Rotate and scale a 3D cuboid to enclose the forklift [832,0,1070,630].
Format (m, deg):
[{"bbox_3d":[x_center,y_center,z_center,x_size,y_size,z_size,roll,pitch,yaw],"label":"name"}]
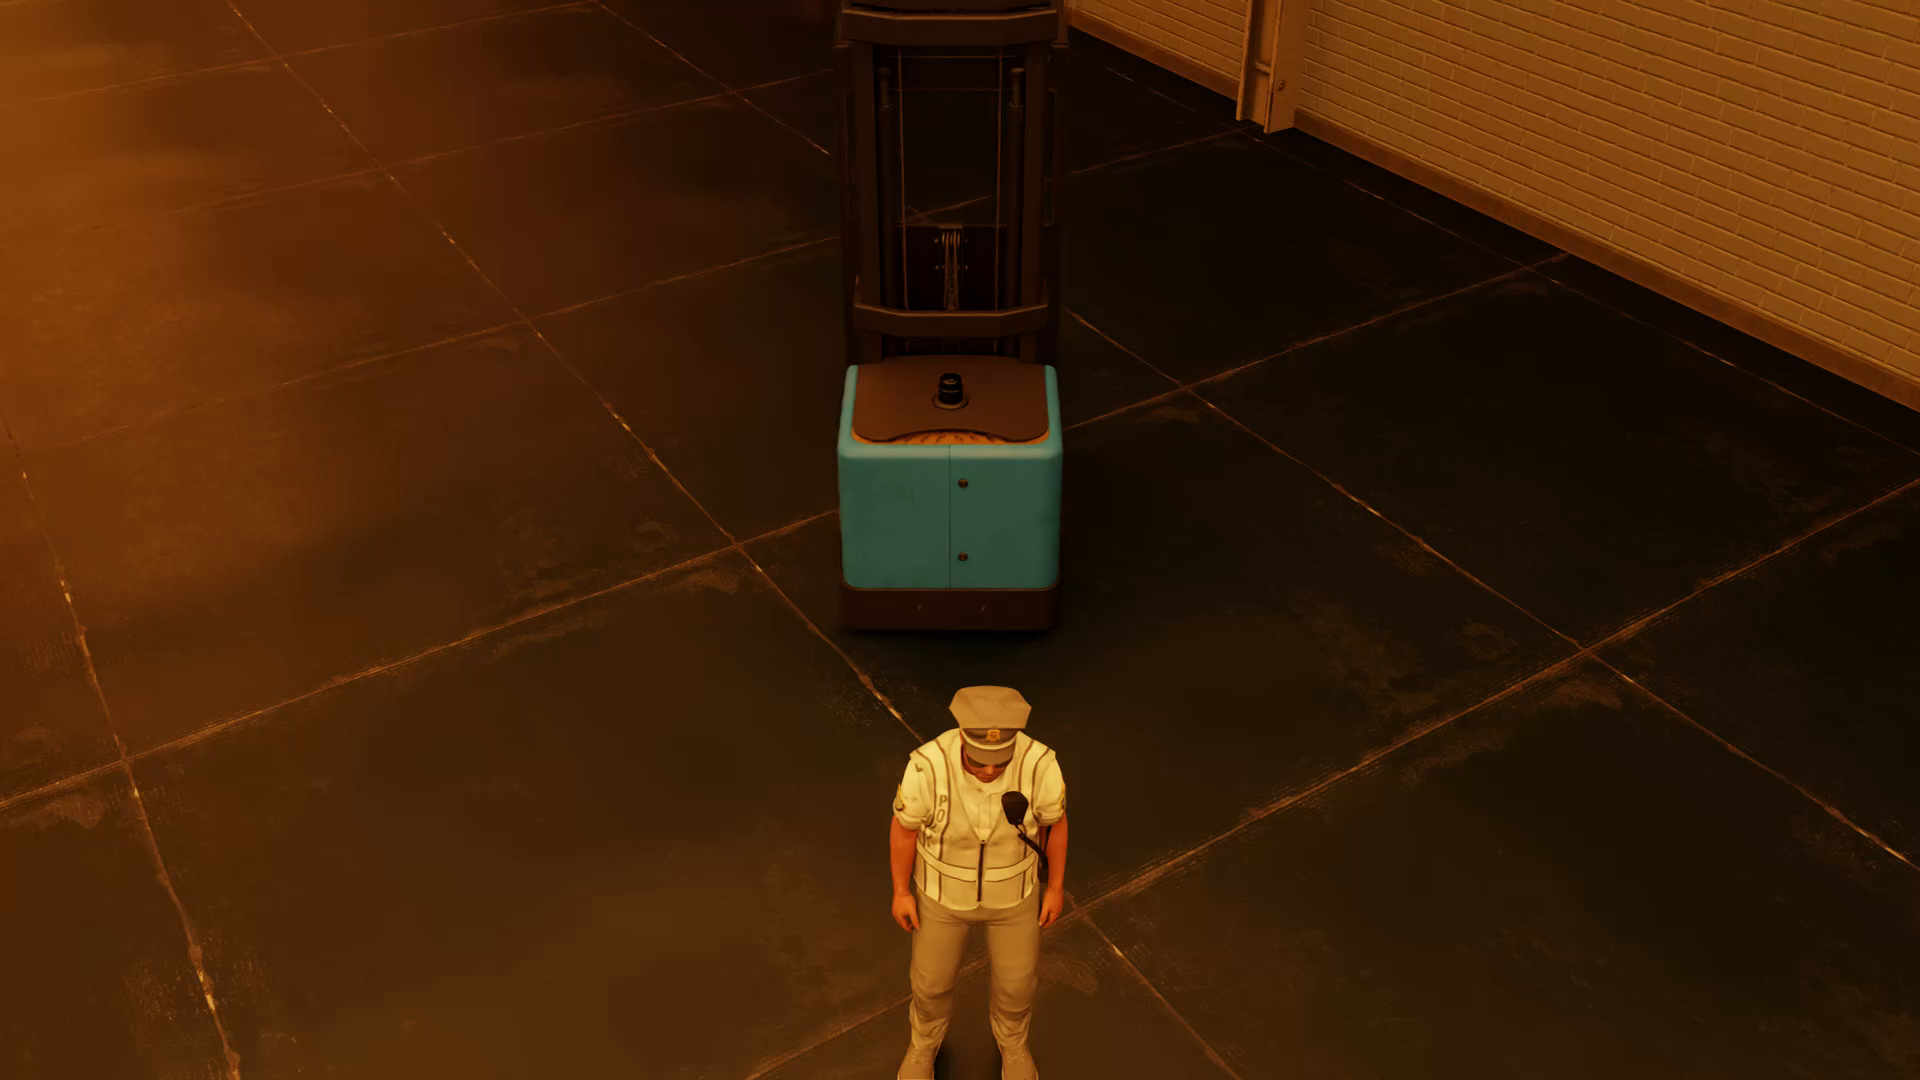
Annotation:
[{"bbox_3d":[-0.042,-1.579,8.395,1.130,2.935,3.031,0,35,0],"label":"forklift"}]

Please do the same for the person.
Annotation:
[{"bbox_3d":[0.063,1.150,5.540,0.585,1.747,0.439,-1,35,-1],"label":"person"}]
